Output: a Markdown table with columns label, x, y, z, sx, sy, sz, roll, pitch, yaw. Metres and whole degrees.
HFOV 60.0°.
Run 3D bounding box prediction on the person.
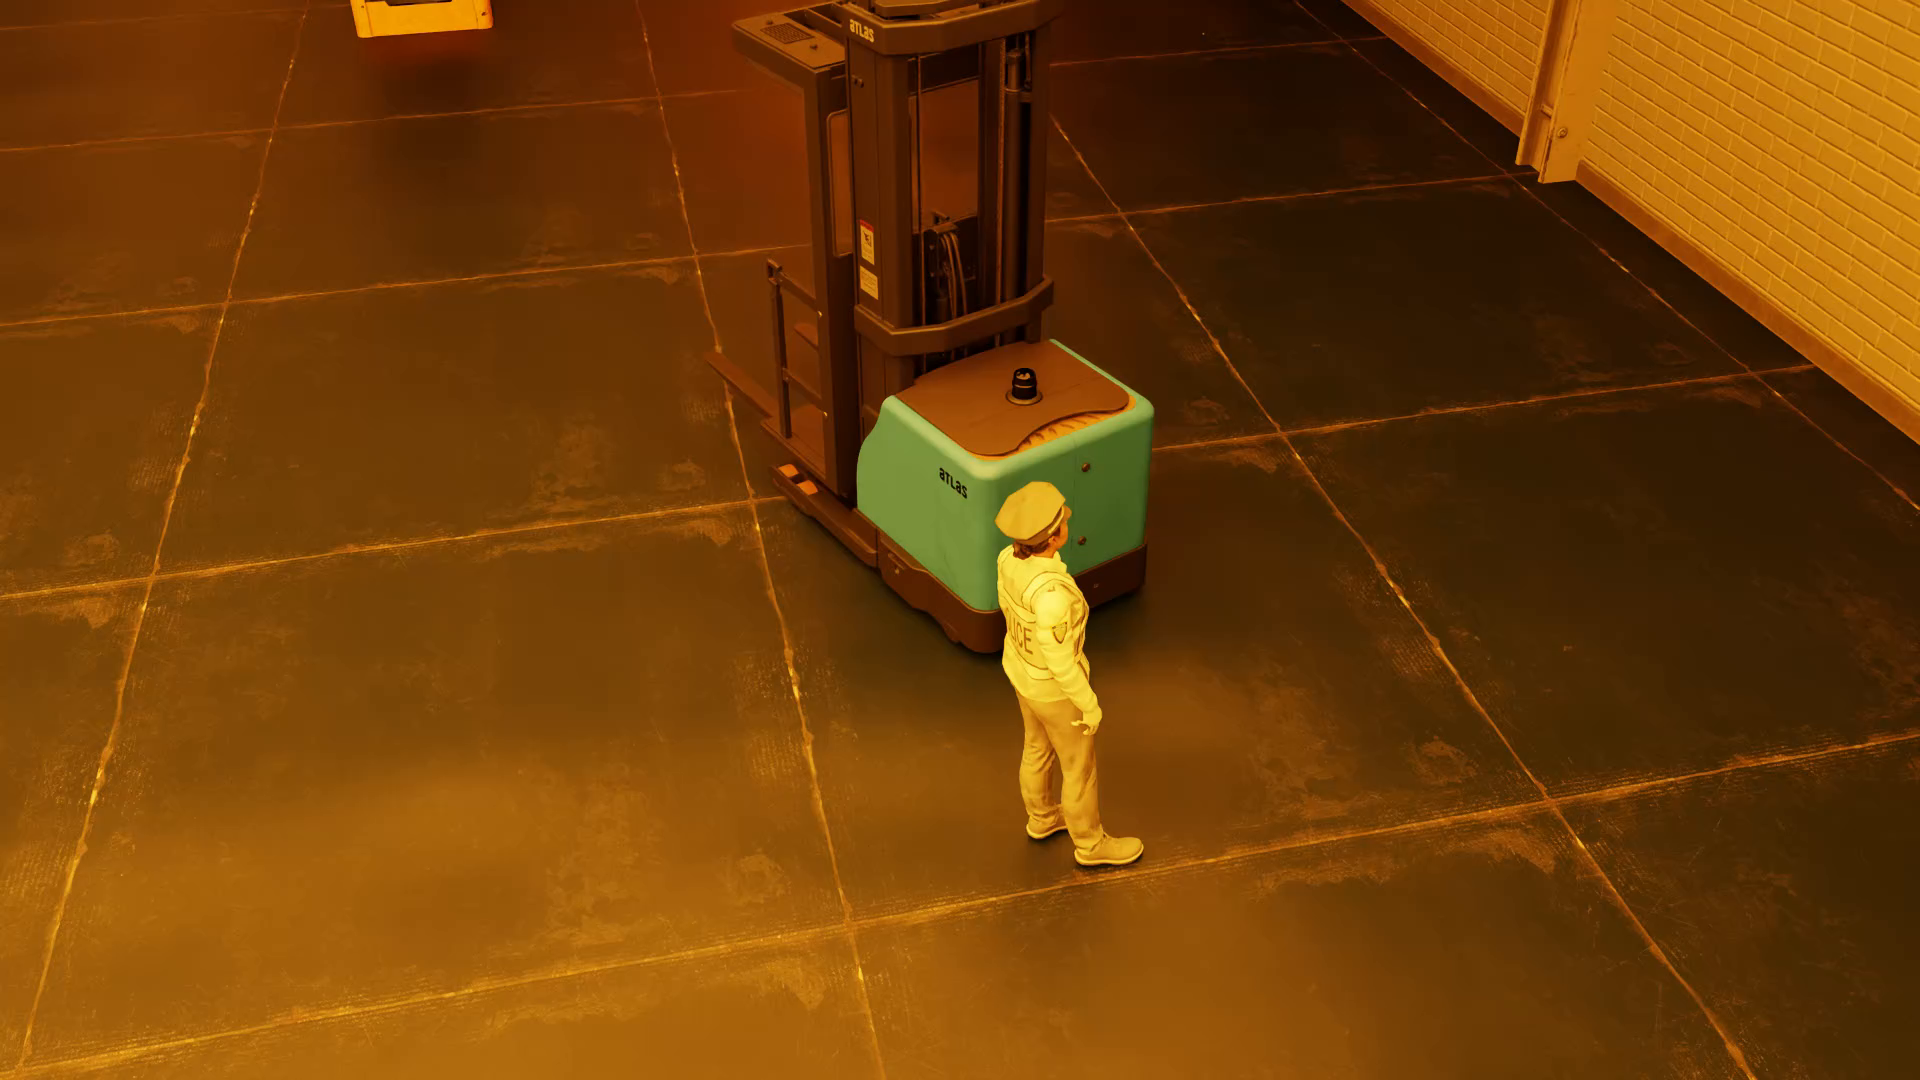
| label | x | y | z | sx | sy | sz | roll | pitch | yaw |
| --- | --- | --- | --- | --- | --- | --- | --- | --- | --- |
| person | 0.405 | 0.508 | 6.390 | 0.530 | 1.693 | 0.588 | -14 | 38 | -19 |

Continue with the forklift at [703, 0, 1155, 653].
| label | x | y | z | sx | sy | sz | roll | pitch | yaw |
| --- | --- | --- | --- | --- | --- | --- | --- | --- | --- |
| forklift | -0.350 | -1.480 | 8.107 | 1.130 | 2.935 | 3.031 | -22 | 41 | -28 |
